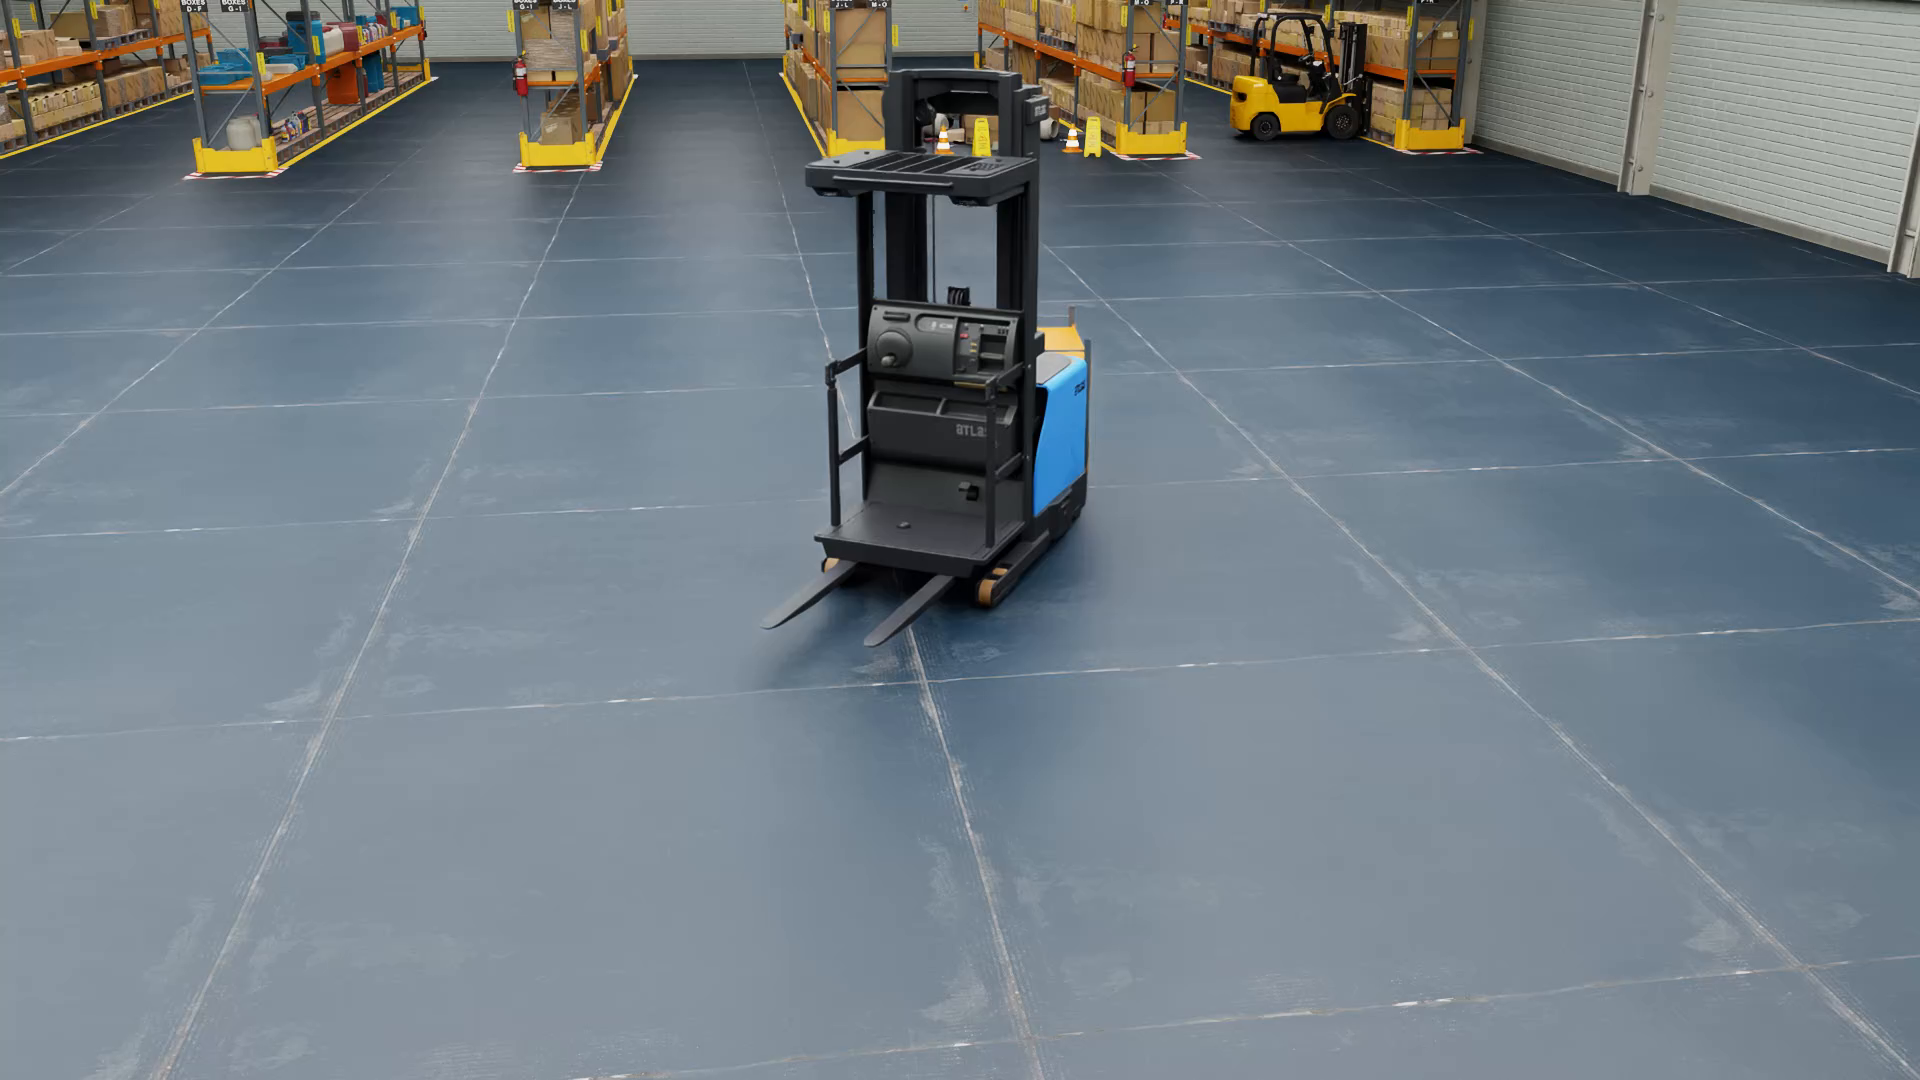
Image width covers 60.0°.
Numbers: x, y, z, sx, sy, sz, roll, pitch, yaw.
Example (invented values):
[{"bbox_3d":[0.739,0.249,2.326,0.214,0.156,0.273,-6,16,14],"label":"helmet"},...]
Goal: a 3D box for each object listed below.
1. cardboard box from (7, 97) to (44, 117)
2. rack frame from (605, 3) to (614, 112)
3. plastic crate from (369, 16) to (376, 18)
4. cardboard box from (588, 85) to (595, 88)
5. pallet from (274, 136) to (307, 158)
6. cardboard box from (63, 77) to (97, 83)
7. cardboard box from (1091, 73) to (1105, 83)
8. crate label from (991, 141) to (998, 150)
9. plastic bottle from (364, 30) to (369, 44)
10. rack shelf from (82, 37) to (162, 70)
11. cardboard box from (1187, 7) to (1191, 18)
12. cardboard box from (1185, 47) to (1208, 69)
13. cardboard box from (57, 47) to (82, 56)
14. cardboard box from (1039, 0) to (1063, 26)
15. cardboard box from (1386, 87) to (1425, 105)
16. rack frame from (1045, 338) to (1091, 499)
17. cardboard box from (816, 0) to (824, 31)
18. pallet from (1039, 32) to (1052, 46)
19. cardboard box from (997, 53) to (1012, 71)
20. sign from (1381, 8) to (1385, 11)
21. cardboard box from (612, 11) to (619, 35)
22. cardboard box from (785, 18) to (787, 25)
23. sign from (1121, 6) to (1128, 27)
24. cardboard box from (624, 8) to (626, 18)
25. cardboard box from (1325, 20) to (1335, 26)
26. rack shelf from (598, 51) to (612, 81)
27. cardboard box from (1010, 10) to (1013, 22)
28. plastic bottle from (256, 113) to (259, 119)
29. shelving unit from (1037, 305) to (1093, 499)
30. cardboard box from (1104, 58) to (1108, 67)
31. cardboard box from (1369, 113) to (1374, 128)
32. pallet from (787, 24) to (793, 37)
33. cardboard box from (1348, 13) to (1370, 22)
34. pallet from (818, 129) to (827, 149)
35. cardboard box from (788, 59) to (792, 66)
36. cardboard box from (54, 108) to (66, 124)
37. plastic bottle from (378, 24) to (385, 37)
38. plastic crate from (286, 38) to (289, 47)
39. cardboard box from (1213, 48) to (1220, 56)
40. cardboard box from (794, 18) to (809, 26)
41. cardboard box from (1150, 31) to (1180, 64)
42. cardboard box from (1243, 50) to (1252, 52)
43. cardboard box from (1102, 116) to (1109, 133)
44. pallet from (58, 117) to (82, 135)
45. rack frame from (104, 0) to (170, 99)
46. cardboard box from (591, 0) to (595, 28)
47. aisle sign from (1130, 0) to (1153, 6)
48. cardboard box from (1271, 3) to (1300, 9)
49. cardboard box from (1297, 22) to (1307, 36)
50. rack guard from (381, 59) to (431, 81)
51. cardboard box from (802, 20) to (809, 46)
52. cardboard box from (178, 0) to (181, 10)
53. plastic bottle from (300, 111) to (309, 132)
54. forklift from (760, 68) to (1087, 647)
[{"bbox_3d":[-16.723,-7.730,29.653,0.500,0.311,0.500,-3,21,-8],"label":"cardboard box"},{"bbox_3d":[-7.683,-10.286,33.969,1.000,3.000,0.127,-3,21,-8],"label":"rack frame"},{"bbox_3d":[-13.933,-12.426,39.852,0.416,0.233,0.300,-3,21,-8],"label":"plastic crate"},{"bbox_3d":[-7.305,-8.510,32.157,0.700,0.500,0.500,-5,21,-12],"label":"cardboard box"},{"bbox_3d":[-11.773,-6.687,28.319,1.003,0.211,1.213,-3,21,-8],"label":"pallet"},{"bbox_3d":[-17.854,-9.135,33.831,0.500,0.500,0.500,-2,21,-6],"label":"cardboard box"},{"bbox_3d":[2.594,-8.430,30.330,0.380,0.149,0.250,-2,21,-5],"label":"cardboard box"},{"bbox_3d":[0.714,-6.854,28.872,0.250,0.136,0.298,-15,25,-35],"label":"crate label"},{"bbox_3d":[-12.449,-10.550,34.843,0.061,0.283,0.133,-3,21,-8],"label":"plastic bottle"},{"bbox_3d":[-17.775,-10.143,34.615,1.077,0.370,4.000,-3,21,-8],"label":"rack shelf"},{"bbox_3d":[5.924,-13.180,41.507,0.500,0.250,0.500,-3,21,-9],"label":"cardboard box"},{"bbox_3d":[5.937,-12.131,41.880,0.500,0.500,0.500,-3,21,-7],"label":"cardboard box"},{"bbox_3d":[-17.084,-9.373,31.883,0.380,0.149,0.250,-3,21,-8],"label":"cardboard box"},{"bbox_3d":[1.959,-11.001,34.716,0.500,0.500,0.500,-4,21,-9],"label":"cardboard box"},{"bbox_3d":[7.813,-7.789,29.183,0.500,0.250,0.500,-2,21,-6],"label":"cardboard box"},{"bbox_3d":[0.625,-0.813,11.284,0.500,1.125,0.032,-1,20,-2],"label":"rack frame"},{"bbox_3d":[-2.165,-9.563,30.276,0.875,0.550,0.550,-3,21,-8],"label":"cardboard box"},{"bbox_3d":[2.331,-10.455,34.695,1.213,0.211,1.003,-3,21,-8],"label":"pallet"},{"bbox_3d":[1.432,-11.700,40.817,0.875,0.438,0.875,-4,21,-9],"label":"cardboard box"},{"bbox_3d":[8.160,-10.124,32.184,0.100,0.325,0.005,-3,21,-8],"label":"sign"},{"bbox_3d":[-7.922,-11.570,37.263,0.500,0.500,0.500,-3,21,-8],"label":"cardboard box"},{"bbox_3d":[-4.128,-12.843,41.174,0.380,0.149,0.250,-4,21,-9],"label":"cardboard box"},{"bbox_3d":[2.724,-8.686,27.577,0.100,0.325,0.005,-3,21,-8],"label":"sign"},{"bbox_3d":[-8.504,-12.971,40.946,0.500,0.250,0.500,-3,21,-9],"label":"cardboard box"},{"bbox_3d":[7.342,-10.110,32.429,0.380,0.149,0.250,-2,21,-6],"label":"cardboard box"},{"bbox_3d":[-7.395,-9.257,32.241,1.077,0.370,4.000,-3,21,-8],"label":"rack shelf"},{"bbox_3d":[1.434,-11.989,38.029,0.500,0.250,0.500,-3,21,-7],"label":"cardboard box"},{"bbox_3d":[-12.302,-7.316,29.175,0.144,0.351,0.185,-2,21,-6],"label":"plastic bottle"},{"bbox_3d":[0.604,-0.990,11.760,0.538,1.125,1.048,-1,20,-2],"label":"shelving unit"},{"bbox_3d":[2.757,-8.456,29.430,0.380,0.149,0.250,-3,21,-8],"label":"cardboard box"},{"bbox_3d":[7.682,-7.669,30.293,0.500,0.250,0.500,-3,21,-7],"label":"cardboard box"},{"bbox_3d":[-3.371,-11.524,37.559,1.003,0.211,1.213,-3,21,-8],"label":"pallet"},{"bbox_3d":[7.471,-9.749,31.037,0.380,0.149,0.250,-2,21,-7],"label":"cardboard box"},{"bbox_3d":[-1.973,-7.120,29.477,1.003,0.211,1.213,-3,21,-8],"label":"pallet"},{"bbox_3d":[-4.056,-11.805,41.086,0.380,0.149,0.250,-2,21,-6],"label":"cardboard box"},{"bbox_3d":[-16.873,-7.820,30.696,0.500,0.250,0.500,-4,21,-9],"label":"cardboard box"},{"bbox_3d":[-12.785,-11.243,36.709,0.152,0.276,0.135,-3,21,-8],"label":"plastic bottle"},{"bbox_3d":[-12.475,-9.010,30.576,0.392,0.384,0.575,-3,21,-8],"label":"plastic crate"},{"bbox_3d":[6.246,-11.615,39.571,0.380,0.149,0.250,-2,21,-5],"label":"cardboard box"},{"bbox_3d":[-3.283,-10.868,34.860,0.380,0.149,0.250,-2,21,-7],"label":"cardboard box"},{"bbox_3d":[3.482,-8.380,28.299,0.500,0.500,0.500,-3,21,-9],"label":"cardboard box"},{"bbox_3d":[6.883,-11.465,39.170,0.380,0.149,0.250,-3,21,-7],"label":"cardboard box"},{"bbox_3d":[2.827,-7.371,29.493,0.500,0.250,0.500,-3,21,-8],"label":"cardboard box"},{"bbox_3d":[-17.234,-7.773,31.226,1.003,0.211,1.213,-3,21,-8],"label":"pallet"},{"bbox_3d":[-18.063,-11.173,36.343,1.000,3.000,0.127,-3,21,-8],"label":"rack frame"},{"bbox_3d":[-6.696,-9.241,29.174,0.500,0.500,0.500,-3,21,-8],"label":"cardboard box"},{"bbox_3d":[2.998,-9.198,27.340,0.394,0.787,0.004,-3,21,-8],"label":"aisle sign"},{"bbox_3d":[7.115,-11.467,36.389,0.500,0.500,0.500,-2,21,-5],"label":"cardboard box"},{"bbox_3d":[7.138,-10.329,33.583,0.500,0.250,0.500,-3,21,-7],"label":"cardboard box"},{"bbox_3d":[-13.754,-11.643,41.175,1.175,0.500,0.348,-3,21,-8],"label":"rack guard"},{"bbox_3d":[-2.963,-10.379,34.075,0.500,0.500,0.500,-3,21,-7],"label":"cardboard box"},{"bbox_3d":[-18.077,-12.401,38.059,0.500,0.500,0.500,-2,21,-6],"label":"cardboard box"},{"bbox_3d":[-11.630,-7.408,29.421,0.144,0.351,0.185,-3,21,-9],"label":"plastic bottle"},{"bbox_3d":[-0.184,-1.148,9.600,1.130,2.935,3.031,8,22,21],"label":"forklift"}]
